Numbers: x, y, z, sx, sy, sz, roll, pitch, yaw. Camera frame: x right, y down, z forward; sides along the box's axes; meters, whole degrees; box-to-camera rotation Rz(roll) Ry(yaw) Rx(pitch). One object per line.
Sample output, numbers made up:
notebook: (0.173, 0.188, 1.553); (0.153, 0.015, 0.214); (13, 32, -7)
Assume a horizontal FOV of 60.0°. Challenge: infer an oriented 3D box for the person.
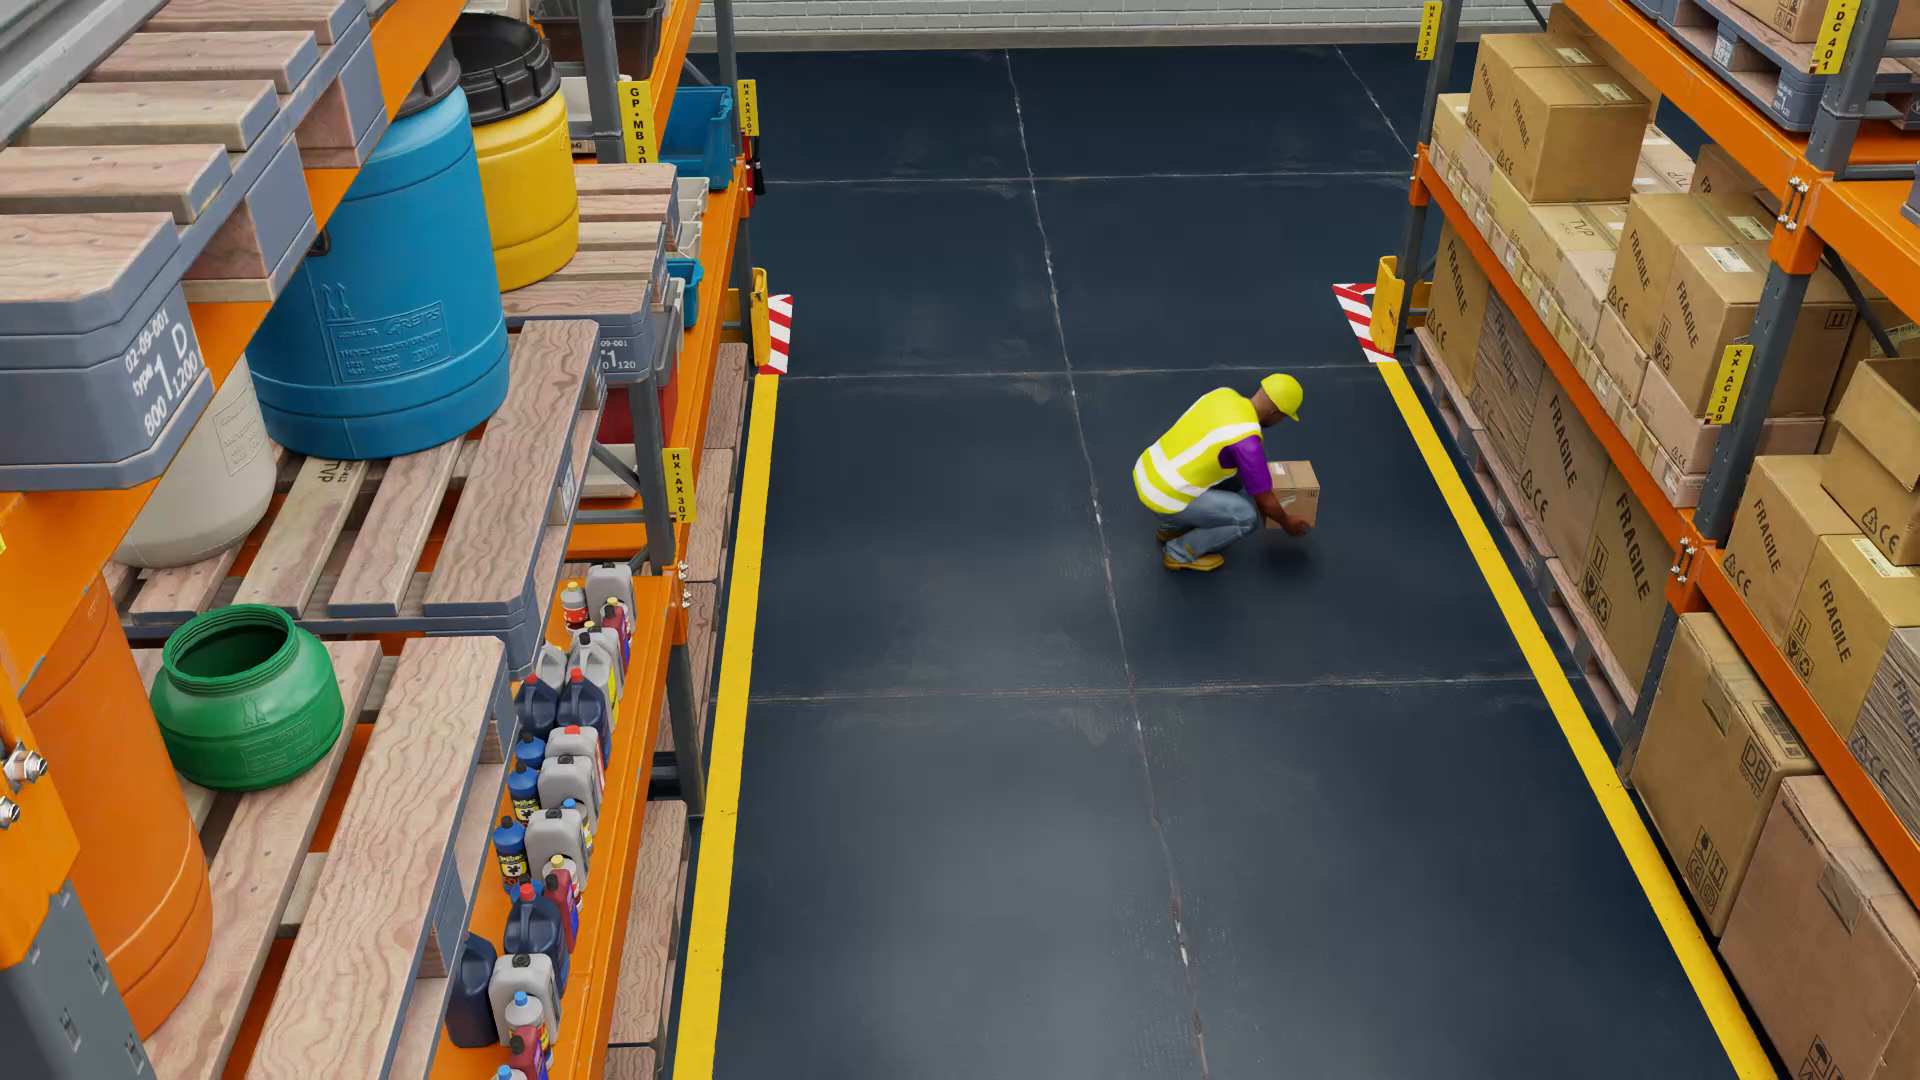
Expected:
person: (1.328, -0.384, 8.364); (0.893, 0.955, 0.562); (-1, 35, -2)
